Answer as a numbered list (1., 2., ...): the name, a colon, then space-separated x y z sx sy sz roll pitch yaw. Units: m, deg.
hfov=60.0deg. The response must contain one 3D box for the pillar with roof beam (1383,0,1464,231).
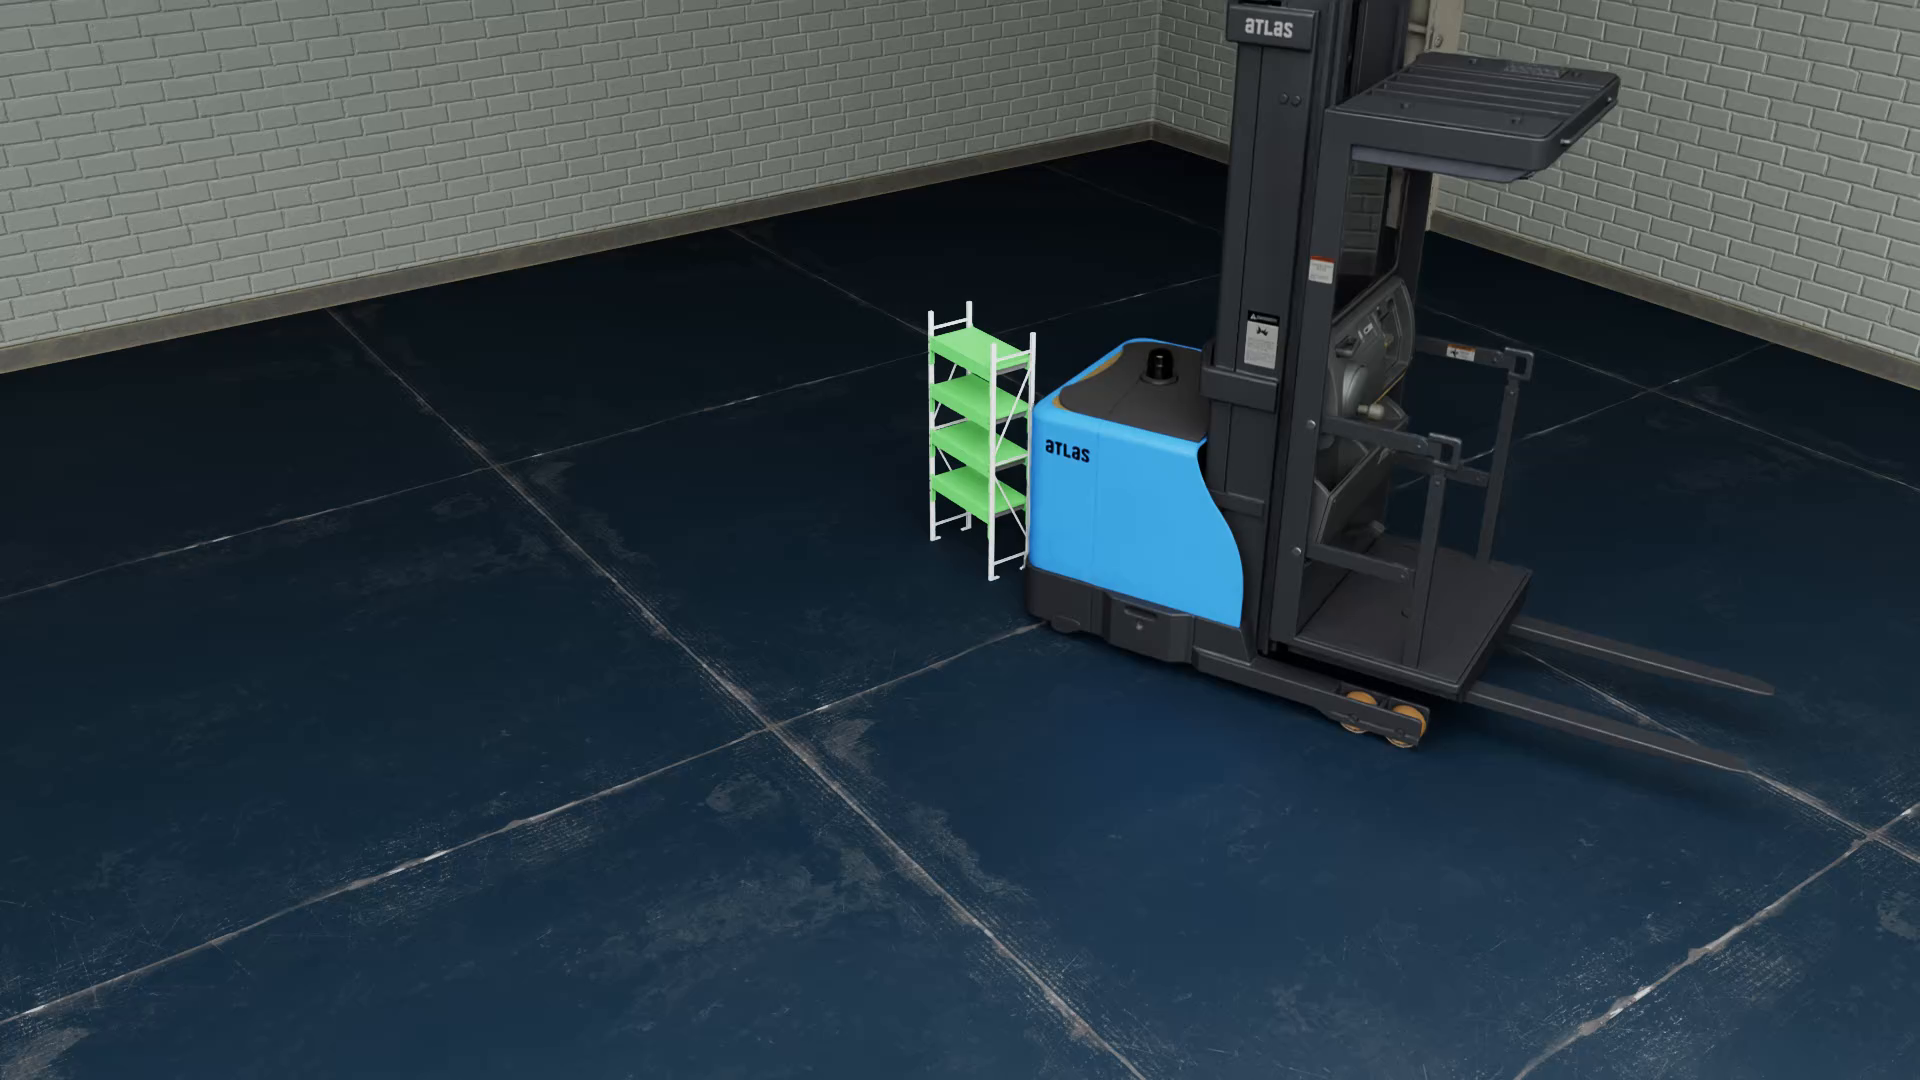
1. pillar with roof beam: -0.173 -5.146 8.296 9.100 9.000 0.400 -19 34 -31

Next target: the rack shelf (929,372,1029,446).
1. rack shelf: 0.096 -0.618 7.761 0.258 0.148 0.480 -19 34 -31

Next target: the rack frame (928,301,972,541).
1. rack frame: -0.046 -0.558 8.020 0.240 1.200 0.015 -19 34 -31

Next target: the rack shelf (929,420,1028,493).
1. rack shelf: 0.096 -0.407 7.876 0.258 0.148 0.480 -19 34 -31

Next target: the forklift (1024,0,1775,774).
1. forklift: 1.816 -0.741 6.543 3.031 2.935 1.130 16 33 28

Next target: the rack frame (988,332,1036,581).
1. rack frame: 0.238 -0.368 7.670 0.240 1.200 0.015 -19 34 -31

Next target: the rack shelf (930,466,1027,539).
1. rack shelf: 0.096 -0.196 7.990 0.258 0.148 0.480 -19 34 -31

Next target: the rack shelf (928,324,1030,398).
1. rack shelf: 0.096 -0.829 7.647 0.258 0.148 0.480 -19 34 -31

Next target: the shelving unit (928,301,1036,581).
1. shelving unit: 0.096 -0.463 7.845 0.258 1.200 0.503 -19 34 -31
